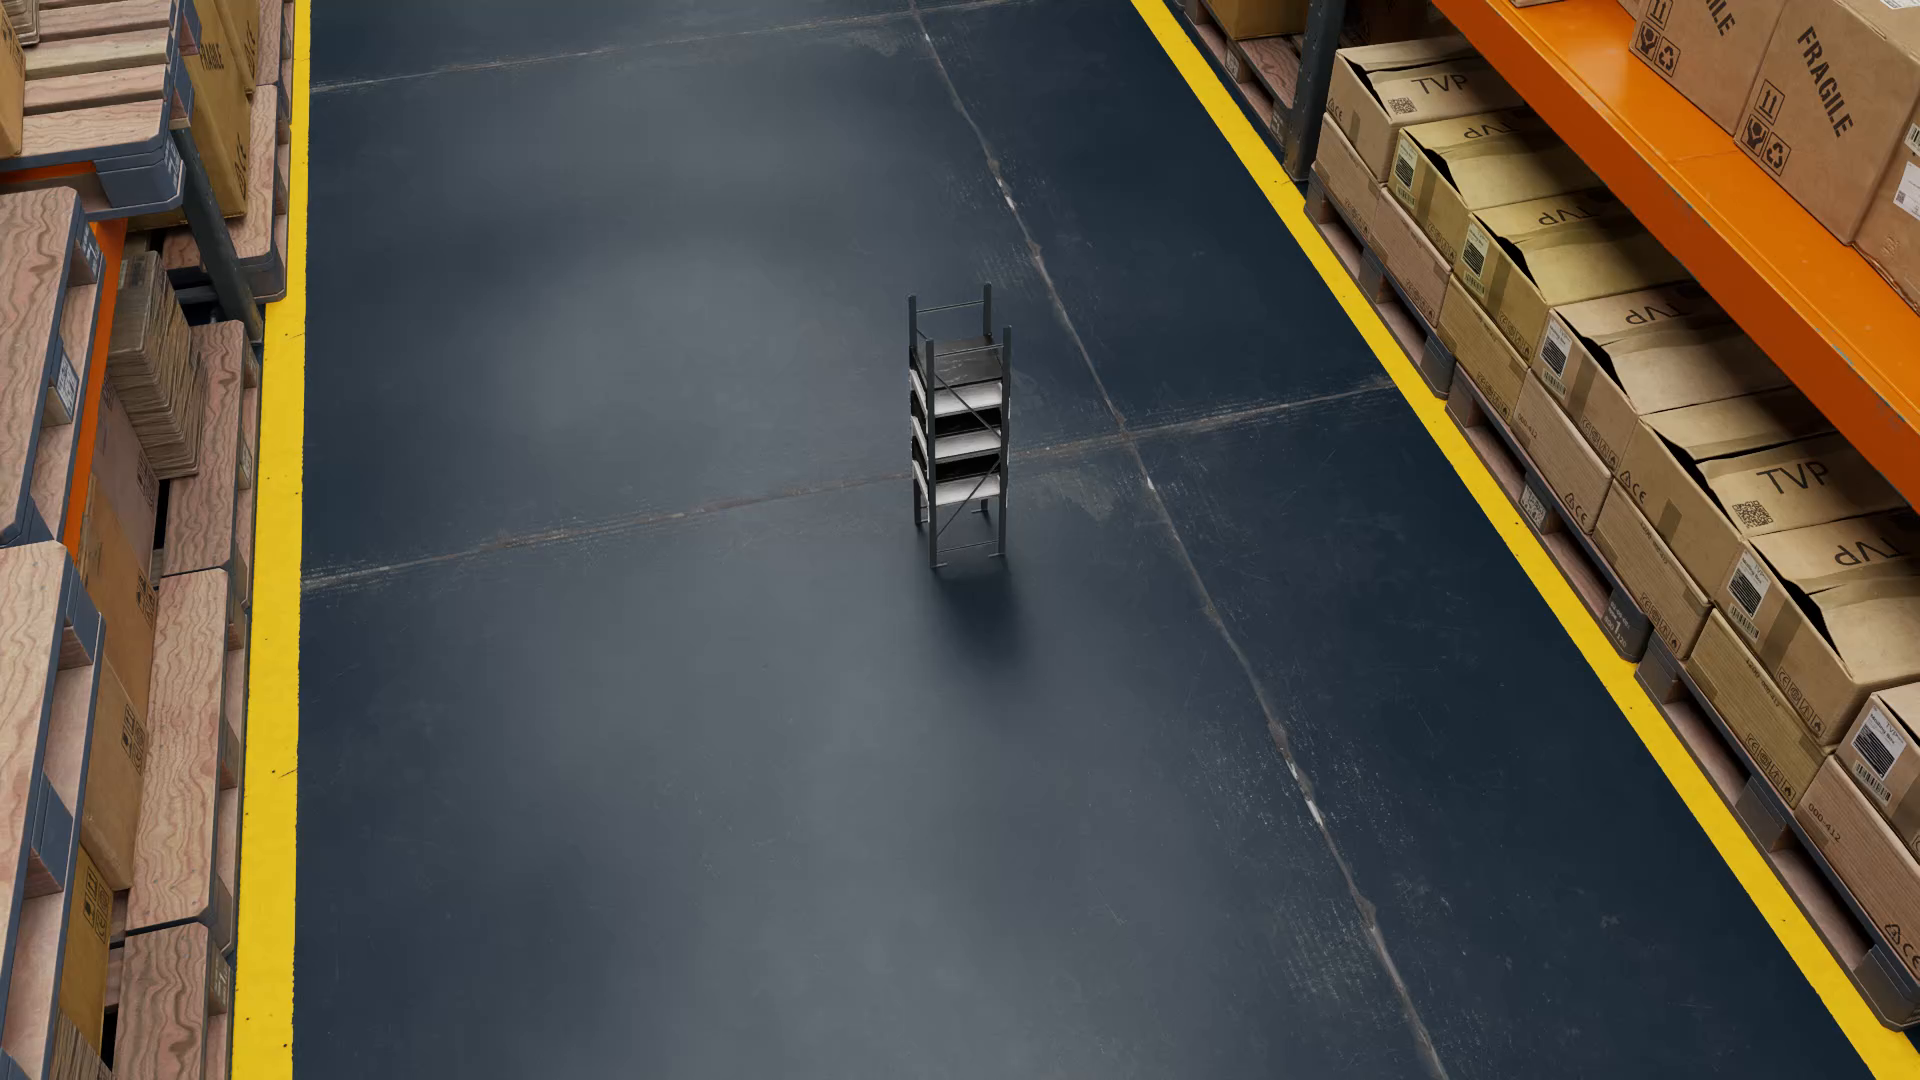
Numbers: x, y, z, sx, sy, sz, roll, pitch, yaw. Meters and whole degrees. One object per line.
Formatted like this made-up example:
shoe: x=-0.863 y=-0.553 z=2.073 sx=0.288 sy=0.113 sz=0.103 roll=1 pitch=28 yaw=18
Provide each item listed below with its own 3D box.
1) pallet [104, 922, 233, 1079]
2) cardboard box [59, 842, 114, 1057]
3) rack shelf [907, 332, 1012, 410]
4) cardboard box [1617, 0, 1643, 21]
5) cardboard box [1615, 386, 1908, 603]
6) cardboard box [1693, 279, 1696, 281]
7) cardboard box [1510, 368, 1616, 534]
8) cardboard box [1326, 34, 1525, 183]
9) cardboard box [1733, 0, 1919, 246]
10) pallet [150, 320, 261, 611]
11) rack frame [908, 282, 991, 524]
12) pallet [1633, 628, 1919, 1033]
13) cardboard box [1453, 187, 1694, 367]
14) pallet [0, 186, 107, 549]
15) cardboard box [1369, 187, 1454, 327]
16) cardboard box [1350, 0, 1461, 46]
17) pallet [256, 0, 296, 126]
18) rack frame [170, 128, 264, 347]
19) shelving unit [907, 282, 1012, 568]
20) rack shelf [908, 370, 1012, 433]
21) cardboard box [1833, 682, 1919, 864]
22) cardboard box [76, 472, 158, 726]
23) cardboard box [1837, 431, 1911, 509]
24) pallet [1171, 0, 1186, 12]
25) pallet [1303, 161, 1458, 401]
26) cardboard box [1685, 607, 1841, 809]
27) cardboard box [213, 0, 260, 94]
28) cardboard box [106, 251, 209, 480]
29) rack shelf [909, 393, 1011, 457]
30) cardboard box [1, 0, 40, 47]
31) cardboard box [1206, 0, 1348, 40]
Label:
pallet: x=-2.162 y=1.504 z=3.628 sx=1.003 sy=0.211 sz=1.213 roll=-11 pitch=47 yaw=-10
cardboard box: x=-2.347 y=0.934 z=3.677 sx=0.700 sy=0.500 sz=0.500 roll=-12 pitch=47 yaw=-11
rack shelf: x=-0.002 y=-0.486 z=4.765 sx=0.258 sy=0.077 sz=0.200 roll=-11 pitch=47 yaw=-10
cardboard box: x=2.183 y=-1.647 z=4.939 sx=0.380 sy=0.149 sz=0.250 roll=-8 pitch=46 yaw=-7
cardboard box: x=2.181 y=-0.154 z=4.539 sx=0.500 sy=0.311 sz=0.500 roll=-11 pitch=47 yaw=-10
cardboard box: x=2.440 y=-0.962 z=5.331 sx=0.500 sy=0.311 sz=0.500 roll=-11 pitch=47 yaw=-11
cardboard box: x=2.052 y=-0.315 z=5.090 sx=0.500 sy=0.250 sz=0.500 roll=-10 pitch=46 yaw=-10
cardboard box: x=1.652 y=-1.570 z=5.927 sx=0.500 sy=0.311 sz=0.500 roll=-9 pitch=46 yaw=-9
cardboard box: x=2.382 y=-1.121 z=4.178 sx=0.500 sy=0.500 sz=0.500 roll=-11 pitch=47 yaw=-10
pallet: x=-2.787 y=-0.181 z=5.279 sx=1.003 sy=0.211 sz=1.213 roll=-11 pitch=47 yaw=-10
rack frame: x=-0.028 y=-0.391 z=5.003 sx=0.240 sy=0.900 sz=0.006 roll=-11 pitch=47 yaw=-10
pallet: x=2.600 y=0.631 z=4.483 sx=1.003 sy=0.211 sz=1.213 roll=-11 pitch=47 yaw=-10
cardboard box: x=1.923 y=-0.857 z=5.228 sx=0.500 sy=0.311 sz=0.500 roll=-12 pitch=47 yaw=-11
pallet: x=-2.439 y=-0.270 z=3.549 sx=1.003 sy=0.211 sz=1.213 roll=-11 pitch=47 yaw=-10
cardboard box: x=1.782 y=-1.027 z=5.787 sx=0.500 sy=0.250 sz=0.500 roll=-12 pitch=47 yaw=-11
cardboard box: x=1.962 y=-2.250 z=6.797 sx=0.500 sy=0.500 sz=0.500 roll=-9 pitch=46 yaw=-9
pallet: x=-3.423 y=-2.119 z=7.179 sx=1.003 sy=0.211 sz=1.213 roll=-11 pitch=47 yaw=-10
rack frame: x=-2.986 y=-1.696 z=4.812 sx=1.000 sy=3.000 sz=0.127 roll=-11 pitch=47 yaw=-10
shelving unit: x=-0.002 y=-0.321 z=4.934 sx=0.258 sy=0.900 sz=0.210 roll=-11 pitch=47 yaw=-10
rack shelf: x=-0.002 y=-0.423 z=4.829 sx=0.258 sy=0.077 sz=0.200 roll=-11 pitch=47 yaw=-10
cardboard box: x=2.445 y=0.549 z=3.850 sx=0.500 sy=0.311 sz=0.500 roll=-11 pitch=47 yaw=-10
cardboard box: x=-2.577 y=0.227 z=4.370 sx=0.700 sy=0.500 sz=0.500 roll=-11 pitch=47 yaw=-11
cardboard box: x=2.704 y=-0.258 z=4.642 sx=0.500 sy=0.311 sz=0.500 roll=-12 pitch=47 yaw=-12
pallet: x=1.339 y=-2.992 z=8.034 sx=1.003 sy=0.211 sz=1.213 roll=-11 pitch=47 yaw=-10
pallet: x=1.975 y=-1.053 z=6.134 sx=1.003 sy=0.211 sz=1.213 roll=-11 pitch=47 yaw=-10
cardboard box: x=2.312 y=0.390 z=4.399 sx=0.500 sy=0.250 sz=0.500 roll=-11 pitch=47 yaw=-11
cardboard box: x=-3.265 y=-2.229 z=6.545 sx=0.750 sy=0.750 sz=0.750 roll=-11 pitch=47 yaw=-11
cardboard box: x=-2.751 y=-0.488 z=5.070 sx=0.700 sy=0.500 sz=0.500 roll=-10 pitch=46 yaw=-10
rack shelf: x=-0.002 y=-0.360 z=4.894 sx=0.258 sy=0.077 sz=0.200 roll=-11 pitch=47 yaw=-10
cardboard box: x=-2.856 y=-1.563 z=4.303 sx=0.700 sy=0.500 sz=0.500 roll=-16 pitch=48 yaw=-15
cardboard box: x=1.336 y=-2.487 z=7.029 sx=0.500 sy=0.500 sz=0.500 roll=-9 pitch=46 yaw=-9
